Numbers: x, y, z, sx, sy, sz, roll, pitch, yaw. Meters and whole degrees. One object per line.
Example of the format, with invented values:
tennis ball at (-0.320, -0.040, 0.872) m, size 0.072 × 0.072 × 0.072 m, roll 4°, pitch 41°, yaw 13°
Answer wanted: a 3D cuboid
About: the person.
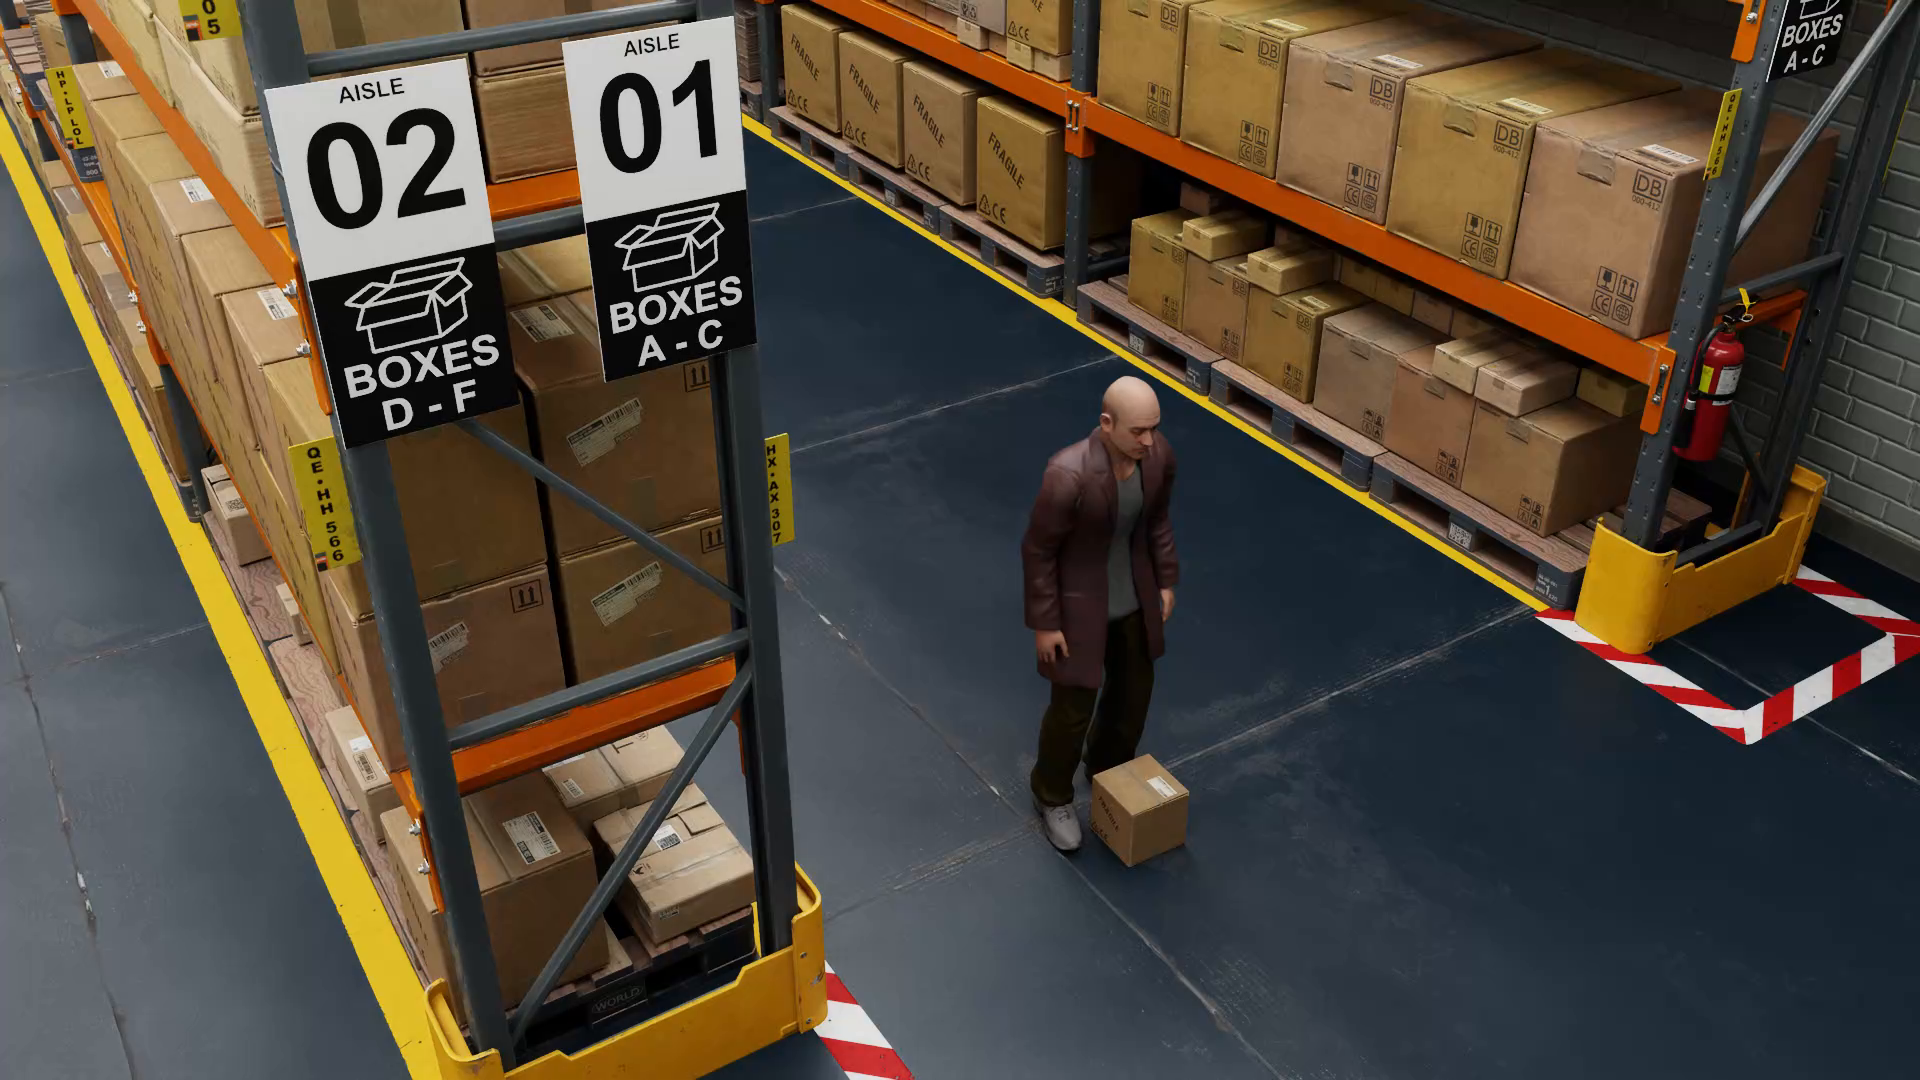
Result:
person at (0.501, 0.227, 5.791) m, size 0.640 × 1.773 × 0.427 m, roll -19°, pitch 37°, yaw -28°
